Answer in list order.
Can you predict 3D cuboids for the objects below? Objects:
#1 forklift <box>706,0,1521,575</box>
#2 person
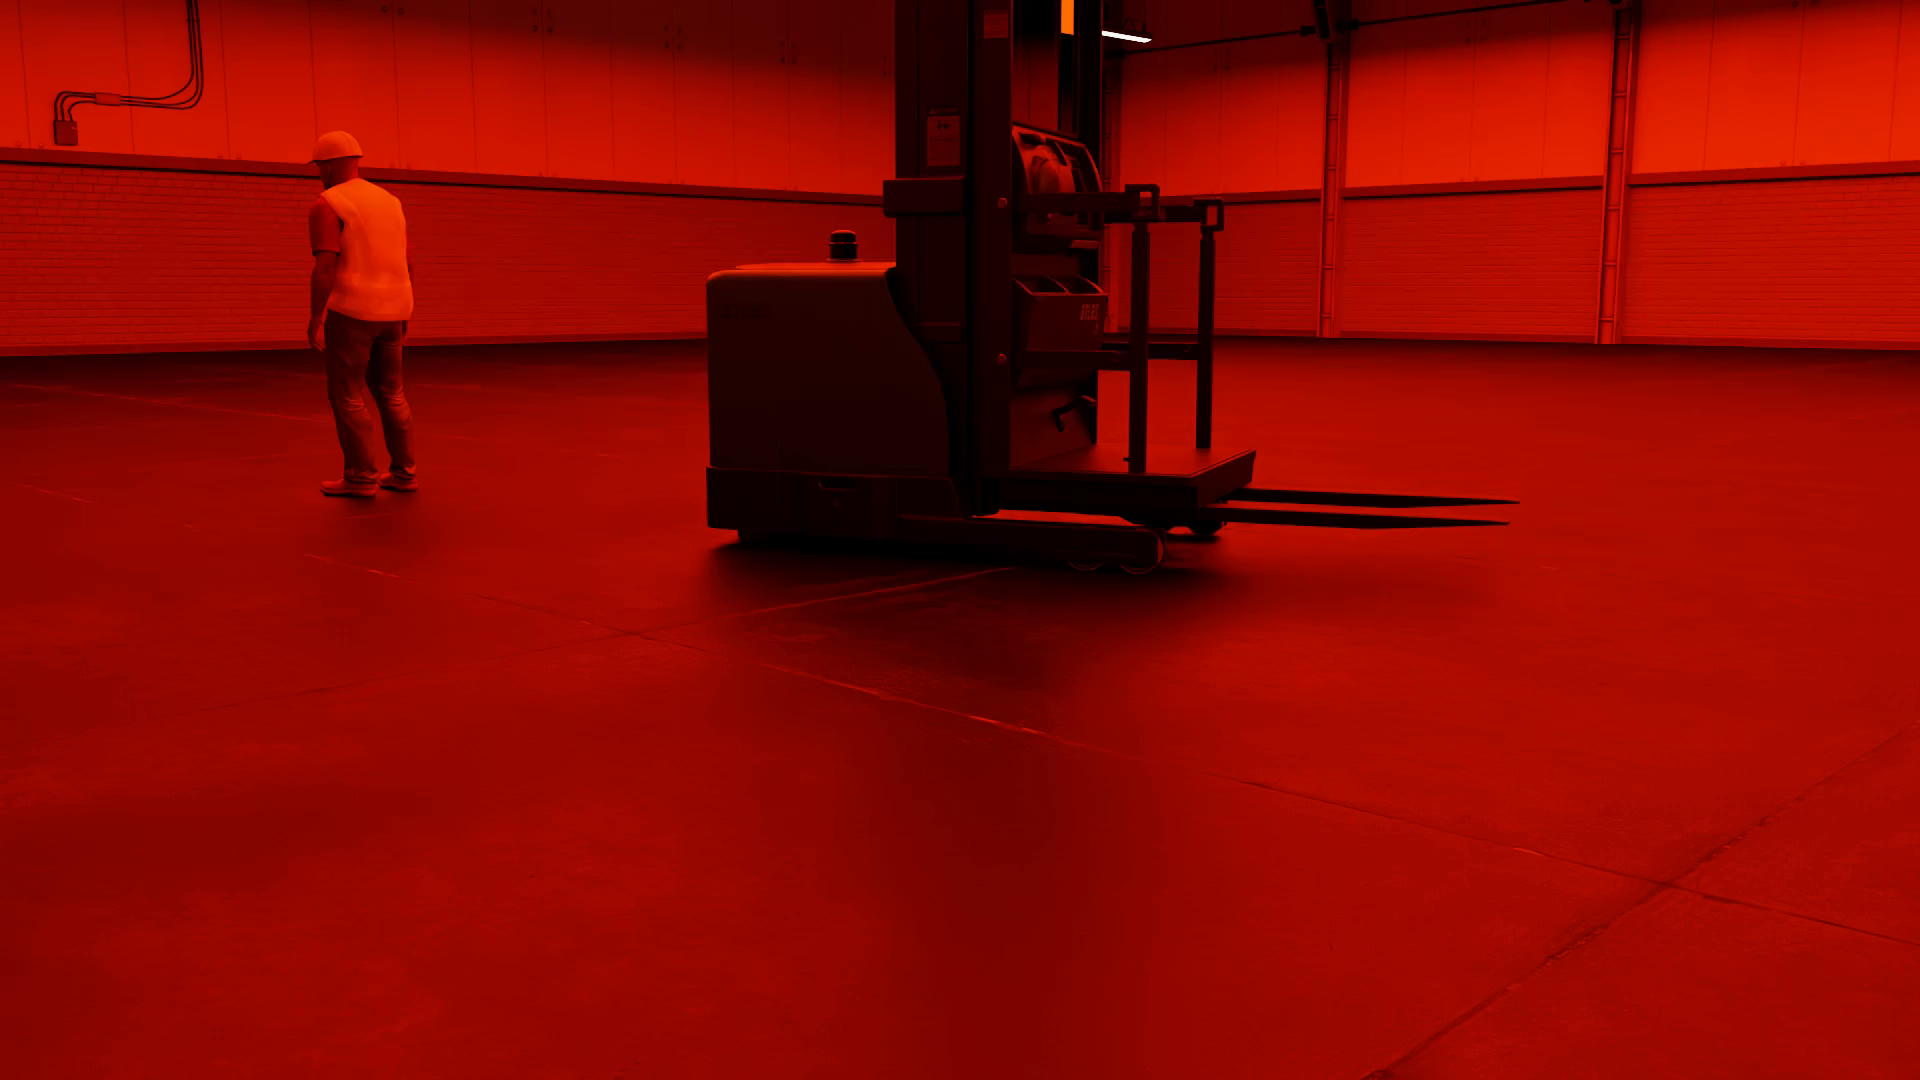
[{"bbox_3d":[0.565,-1.416,6.275,3.031,2.935,1.130,3,9,22],"label":"forklift"},{"bbox_3d":[-2.937,-1.102,8.141,0.462,1.759,0.633,4,10,26],"label":"person"}]
